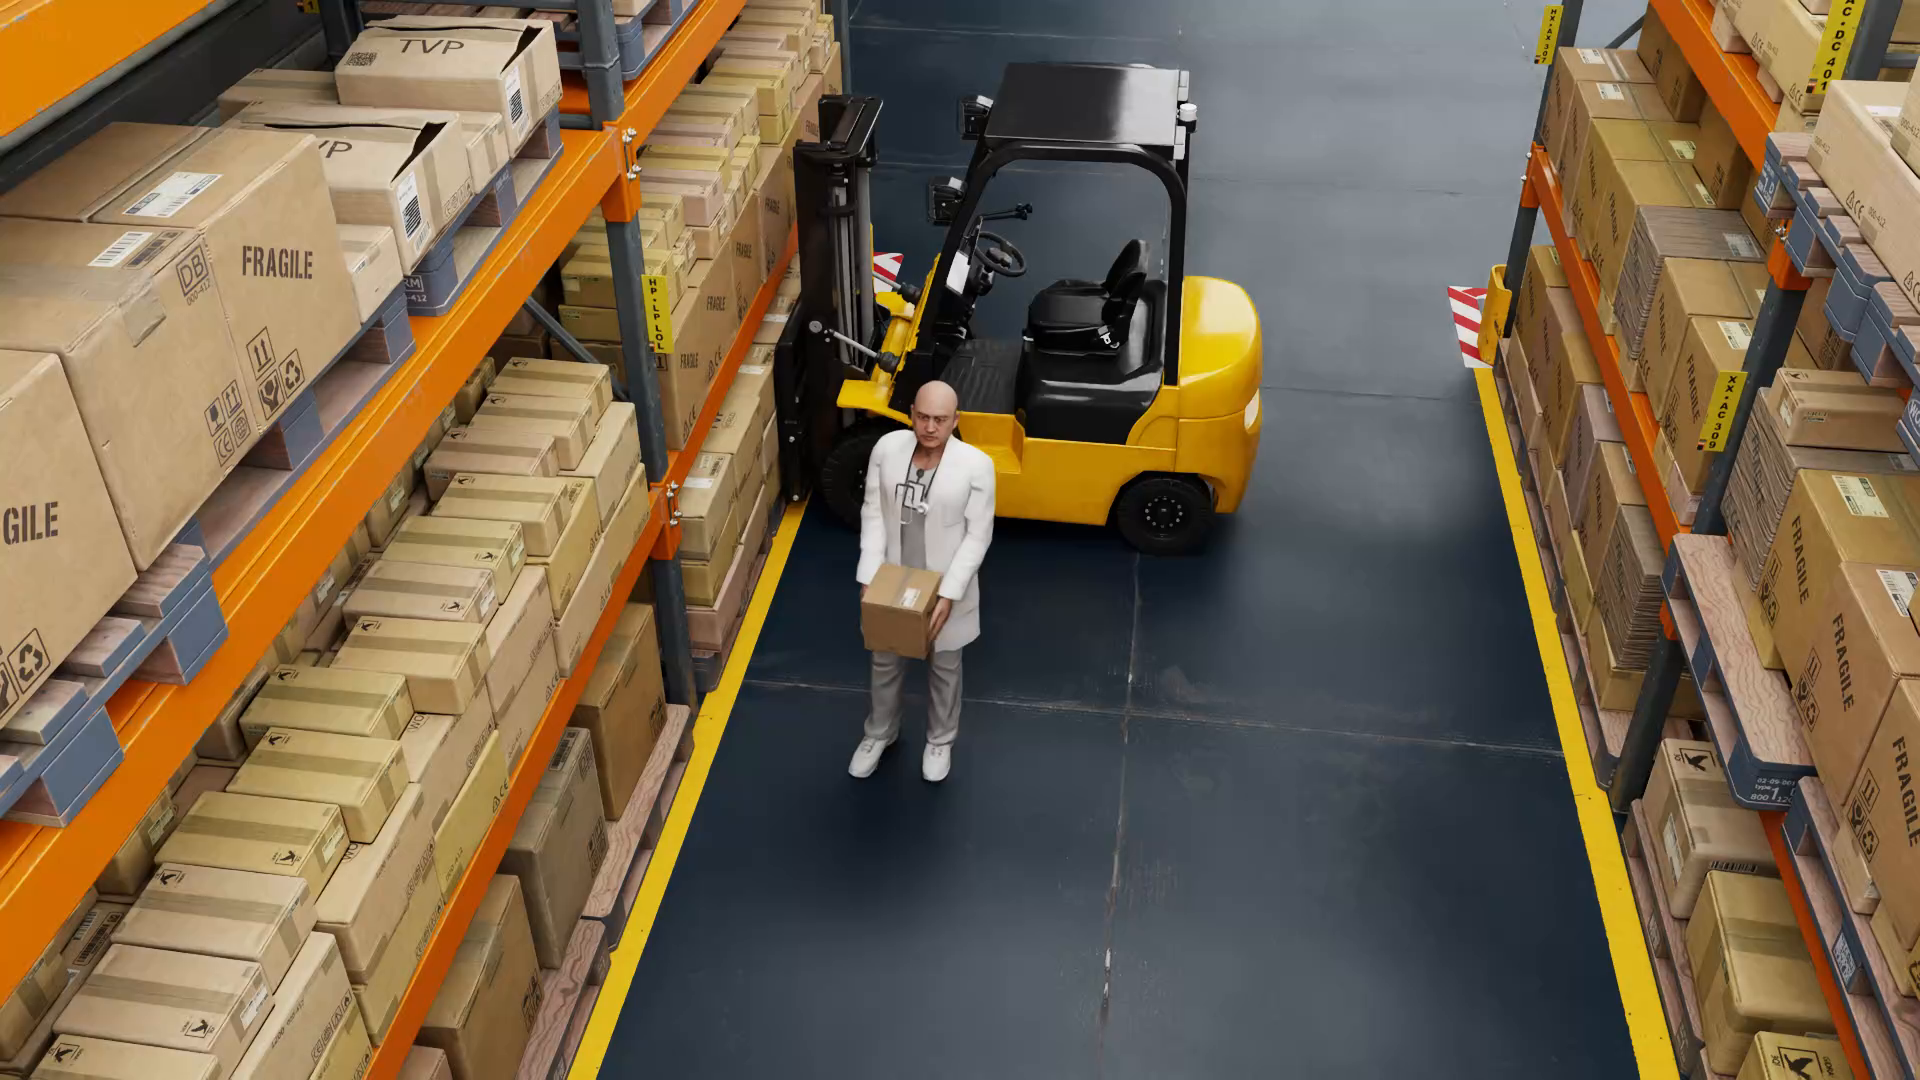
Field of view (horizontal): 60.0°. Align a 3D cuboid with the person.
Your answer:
[{"bbox_3d":[-0.160,0.214,6.753,0.557,1.780,0.522,10,37,14],"label":"person"}]
